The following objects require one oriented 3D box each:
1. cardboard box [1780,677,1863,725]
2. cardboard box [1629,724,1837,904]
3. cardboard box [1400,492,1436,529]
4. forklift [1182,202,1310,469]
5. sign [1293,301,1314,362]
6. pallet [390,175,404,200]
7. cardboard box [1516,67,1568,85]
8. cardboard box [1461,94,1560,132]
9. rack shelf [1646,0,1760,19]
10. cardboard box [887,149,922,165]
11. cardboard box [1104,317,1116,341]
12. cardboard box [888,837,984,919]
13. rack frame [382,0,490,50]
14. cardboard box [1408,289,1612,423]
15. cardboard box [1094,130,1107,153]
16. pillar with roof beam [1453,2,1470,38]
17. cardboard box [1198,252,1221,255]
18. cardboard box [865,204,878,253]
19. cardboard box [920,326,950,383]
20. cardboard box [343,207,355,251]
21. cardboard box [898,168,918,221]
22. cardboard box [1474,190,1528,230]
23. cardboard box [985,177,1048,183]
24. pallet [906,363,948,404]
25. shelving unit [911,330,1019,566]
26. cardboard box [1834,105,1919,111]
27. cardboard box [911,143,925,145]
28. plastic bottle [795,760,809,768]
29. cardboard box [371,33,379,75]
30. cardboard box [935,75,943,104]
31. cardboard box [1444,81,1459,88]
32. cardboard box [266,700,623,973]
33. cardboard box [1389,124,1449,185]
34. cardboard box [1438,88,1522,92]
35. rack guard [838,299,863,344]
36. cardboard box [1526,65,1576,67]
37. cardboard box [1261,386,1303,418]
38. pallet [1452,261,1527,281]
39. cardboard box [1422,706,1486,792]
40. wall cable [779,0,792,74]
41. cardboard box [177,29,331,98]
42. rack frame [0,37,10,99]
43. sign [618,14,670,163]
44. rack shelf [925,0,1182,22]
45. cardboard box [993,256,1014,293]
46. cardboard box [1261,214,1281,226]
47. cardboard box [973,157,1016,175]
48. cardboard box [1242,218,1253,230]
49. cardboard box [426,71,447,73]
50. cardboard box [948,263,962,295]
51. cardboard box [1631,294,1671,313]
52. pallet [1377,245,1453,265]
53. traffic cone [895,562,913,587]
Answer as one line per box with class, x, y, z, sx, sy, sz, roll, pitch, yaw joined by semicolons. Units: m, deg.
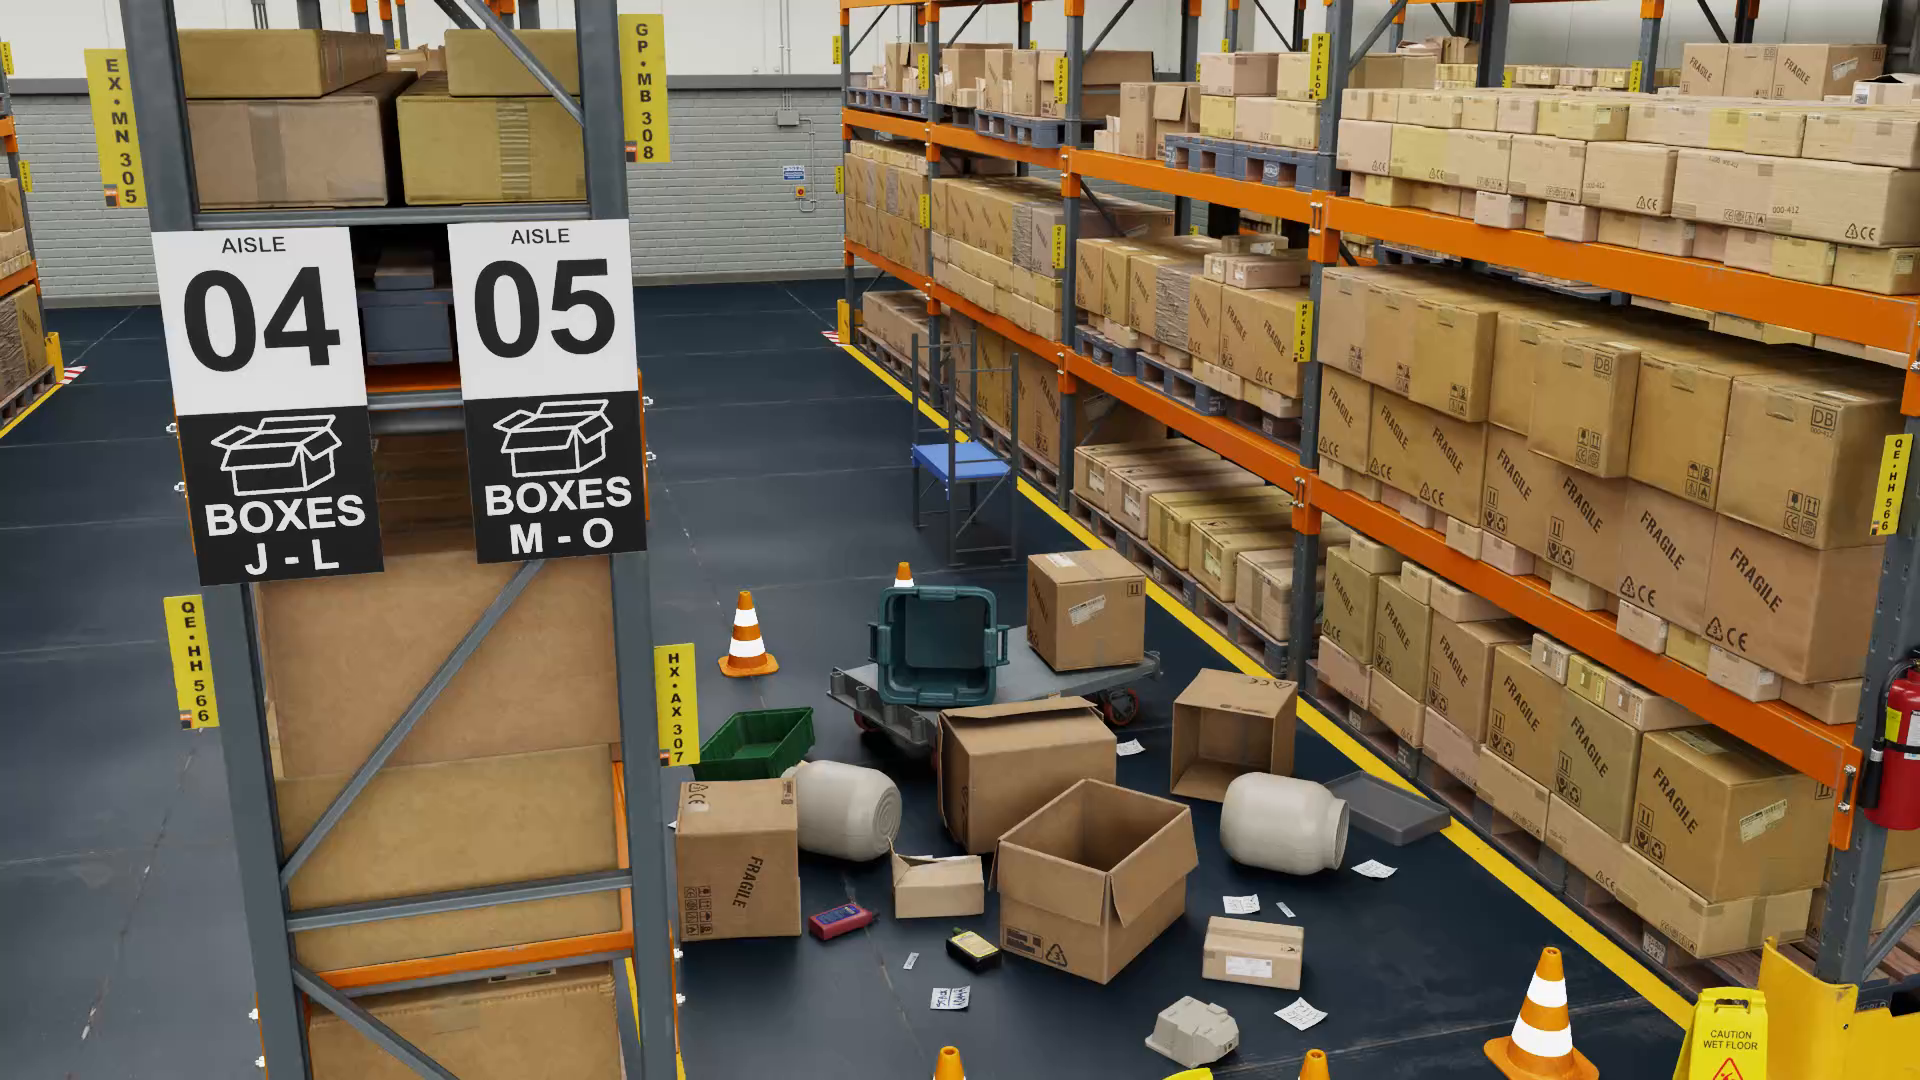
cardboard box;3.173;0.528;5.917;0.380;0.149;0.250;-4;17;-13
cardboard box;3.010;1.050;6.489;0.500;0.500;0.500;-5;17;-15
cardboard box;2.416;-0.171;8.245;0.380;0.149;0.250;-4;17;-14
forklift;2.814;-2.128;14.440;1.130;2.935;3.031;-5;18;-17
sign;1.849;-1.122;8.960;0.100;0.325;0.005;-5;17;-15
pallet;-2.135;-1.360;6.705;1.003;0.211;1.213;-5;17;-15
cardboard box;5.319;-4.241;15.193;0.380;0.149;0.250;-5;17;-15
cardboard box;2.481;-1.915;7.449;0.380;0.149;0.250;-5;18;-17
rack shelf;6.604;-3.896;11.726;1.077;0.370;4.000;-5;17;-15
cardboard box;-0.580;-4.148;18.008;0.380;0.149;0.250;-5;17;-15
cardboard box;1.270;-1.535;12.054;0.380;0.149;0.250;-6;18;-19
cardboard box;-0.106;1.446;7.176;0.396;0.266;0.258;-2;17;-6
rack frame;-4.548;-5.279;14.384;1.000;3.000;0.127;-5;17;-15
cardboard box;2.526;-0.859;7.667;0.700;0.500;0.500;-5;17;-16
cardboard box;1.206;-2.934;12.229;0.380;0.149;0.250;-5;17;-15
pillar with roof beam;1.491;-6.015;16.835;9.100;9.000;0.400;-5;17;-15
cardboard box;1.968;-1.725;11.559;0.500;0.500;0.500;-6;18;-19
cardboard box;-0.772;-3.544;18.863;0.500;0.500;0.500;-5;17;-16
cardboard box;0.114;-1.981;17.558;0.875;0.438;0.875;-5;17;-16
cardboard box;-1.736;-0.787;4.176;0.380;0.149;0.250;-5;17;-15
cardboard box;-0.343;-3.602;17.316;0.500;0.500;0.500;-5;17;-16
cardboard box;2.502;-1.459;7.319;0.380;0.149;0.250;-5;17;-16
cardboard box;0.548;-3.248;16.140;0.500;0.500;0.500;-4;17;-13
pallet;0.050;-1.706;17.765;1.003;0.211;1.213;-5;17;-15
shelving unit;0.023;-0.695;12.158;0.538;1.500;1.048;-5;17;-15
cardboard box;3.488;-1.536;6.189;0.380;0.149;0.250;-5;17;-15
cardboard box;-0.350;-4.480;19.111;0.380;0.149;0.250;-4;17;-14
plastic bottle;-0.823;1.171;8.446;0.283;0.061;0.133;16;23;42
cardboard box;-2.366;-1.802;6.169;0.380;0.149;0.250;-5;17;-16
cardboard box;-0.015;-4.232;15.618;0.396;0.266;0.258;-5;17;-16
cardboard box;4.938;-4.387;16.163;0.380;0.149;0.250;-5;17;-16
cardboard box;-1.396;0.743;4.505;0.875;0.550;0.550;-5;17;-15
cardboard box;2.390;-1.834;7.874;0.500;0.250;0.500;-5;17;-16
cardboard box;2.679;-2.240;8.532;0.380;0.149;0.250;-4;17;-14
rack guard;-0.922;-2.741;20.708;1.175;0.500;0.348;-5;17;-15
cardboard box;5.598;-4.428;15.782;0.380;0.149;0.250;-4;17;-14
cardboard box;1.975;-0.814;9.653;0.380;0.149;0.250;-4;17;-14
pallet;5.515;-2.558;16.087;1.003;0.211;1.213;-5;17;-15
cardboard box;2.591;0.981;8.021;0.500;0.250;0.500;-5;17;-16
wall cable;-2.750;-8.356;24.627;0.463;3.000;0.029;-5;17;-15
cardboard box;-1.669;-1.100;3.833;0.380;0.149;0.250;-5;17;-15
rack frame;-10.444;-6.021;16.855;1.000;3.000;0.127;-5;17;-15
sign;-0.715;-1.022;3.769;0.100;0.325;0.005;-5;17;-15
rack shelf;0.733;-4.609;14.099;1.077;0.370;4.000;-5;17;-15
cardboard box;0.601;-2.282;14.226;0.500;0.250;0.500;-5;17;-17
cardboard box;4.003;-3.969;20.196;0.500;0.250;0.500;-5;17;-16
cardboard box;0.346;-3.770;16.751;0.380;0.149;0.250;-5;17;-16
cardboard box;3.797;-4.025;21.076;0.380;0.149;0.250;-4;17;-14
cardboard box;-1.967;-1.833;6.967;0.500;0.250;0.500;-5;17;-16
cardboard box;0.194;-2.468;15.714;0.500;0.250;0.500;-5;17;-17
cardboard box;5.941;-1.898;13.818;0.500;0.250;0.500;-5;17;-15
pallet;5.070;-2.897;17.216;1.003;0.211;1.213;-5;17;-15
traffic cone;-0.346;0.369;10.418;0.336;0.463;0.334;-5;17;-15
